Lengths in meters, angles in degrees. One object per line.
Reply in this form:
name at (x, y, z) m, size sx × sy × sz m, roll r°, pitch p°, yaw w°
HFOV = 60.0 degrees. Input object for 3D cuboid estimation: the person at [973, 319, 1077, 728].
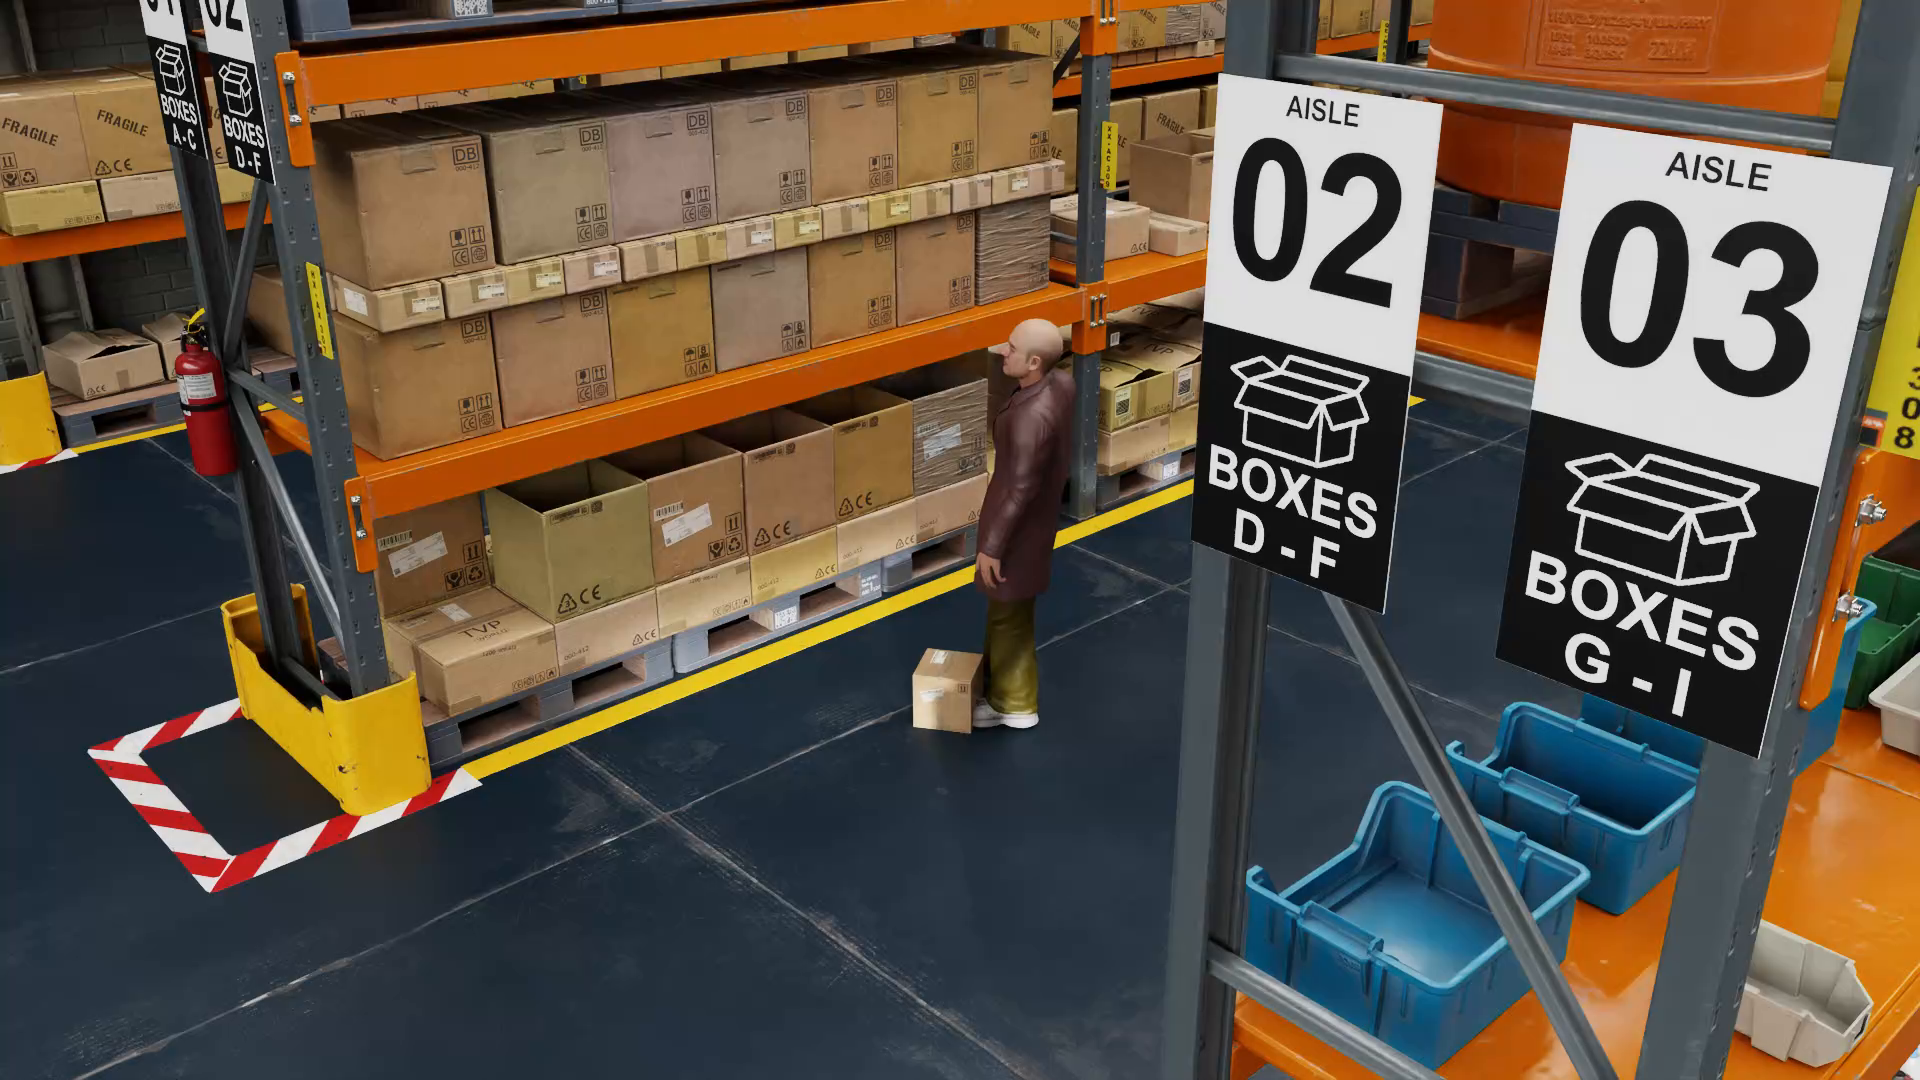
person at (0.143, -0.054, 6.721) m, size 0.579 × 1.779 × 0.697 m, roll 6°, pitch 25°, yaw 14°
